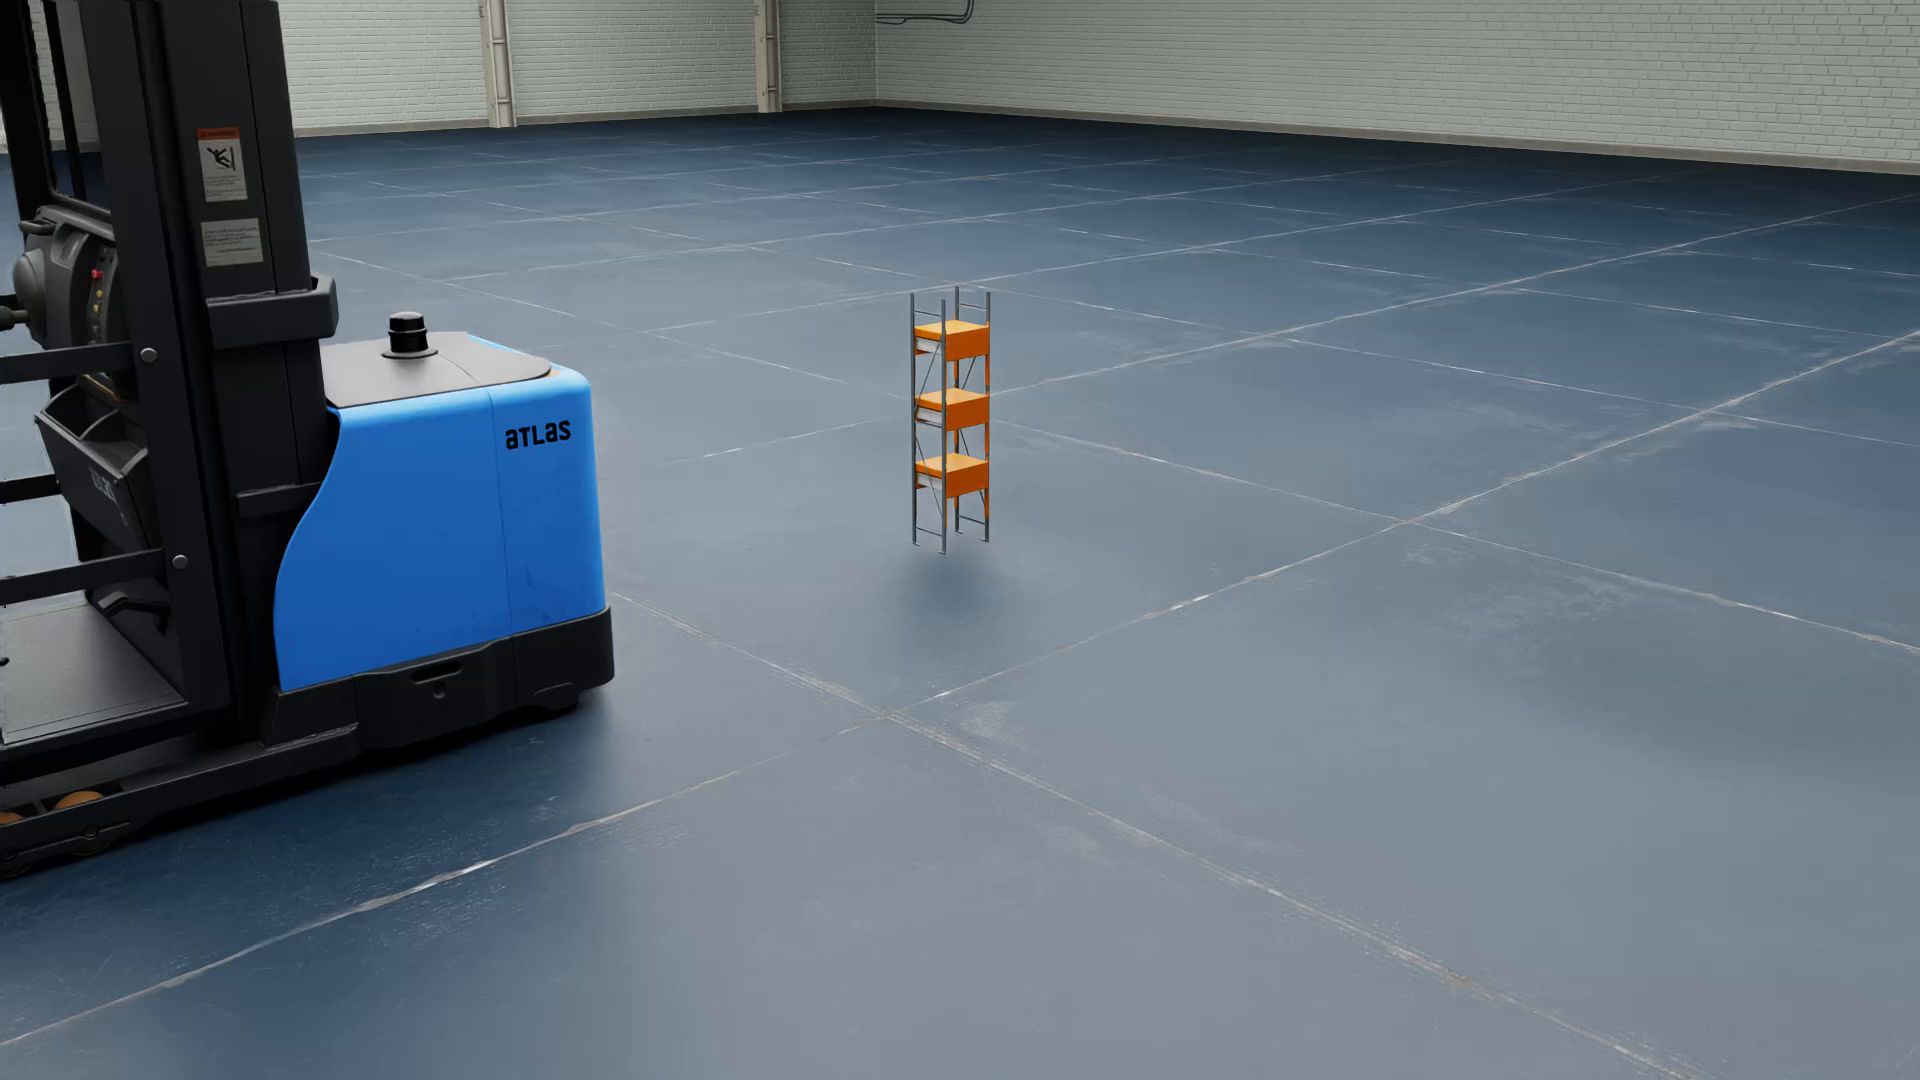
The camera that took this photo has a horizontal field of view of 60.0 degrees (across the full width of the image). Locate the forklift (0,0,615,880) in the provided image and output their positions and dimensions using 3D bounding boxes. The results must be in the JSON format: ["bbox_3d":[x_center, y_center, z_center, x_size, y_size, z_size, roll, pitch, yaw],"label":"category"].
[{"bbox_3d":[-2.574,-0.703,4.400,3.031,2.935,1.130,-14,23,-38],"label":"forklift"}]

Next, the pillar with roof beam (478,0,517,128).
[{"bbox_3d":[-5.266,-10.751,25.553,0.400,9.000,9.100,-16,24,-41],"label":"pillar with roof beam"}]

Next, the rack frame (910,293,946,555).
[{"bbox_3d":[-0.128,-0.462,6.708,0.008,1.050,0.200,-16,24,-41],"label":"rack frame"}]

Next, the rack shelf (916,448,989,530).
[{"bbox_3d":[-0.039,-0.214,6.877,0.240,0.259,0.215,-16,24,-41],"label":"rack shelf"}]

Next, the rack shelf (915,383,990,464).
[{"bbox_3d":[-0.039,-0.478,6.791,0.240,0.259,0.215,-16,24,-41],"label":"rack shelf"}]

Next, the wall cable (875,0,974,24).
[{"bbox_3d":[-0.815,-11.838,33.940,0.112,2.526,3.097,-16,24,-41],"label":"wall cable"}]

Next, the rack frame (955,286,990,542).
[{"bbox_3d":[0.050,-0.514,6.868,0.008,1.050,0.200,-16,24,-41],"label":"rack frame"}]

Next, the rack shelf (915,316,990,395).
[{"bbox_3d":[-0.039,-0.748,6.704,0.240,0.259,0.215,-16,24,-41],"label":"rack shelf"}]

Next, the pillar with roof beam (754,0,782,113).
[{"bbox_3d":[-0.907,-12.022,29.474,0.400,9.000,9.100,-16,24,-41],"label":"pillar with roof beam"}]

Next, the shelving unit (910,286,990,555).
[{"bbox_3d":[-0.039,-0.488,6.788,0.252,1.050,0.215,-16,24,-41],"label":"shelving unit"}]
